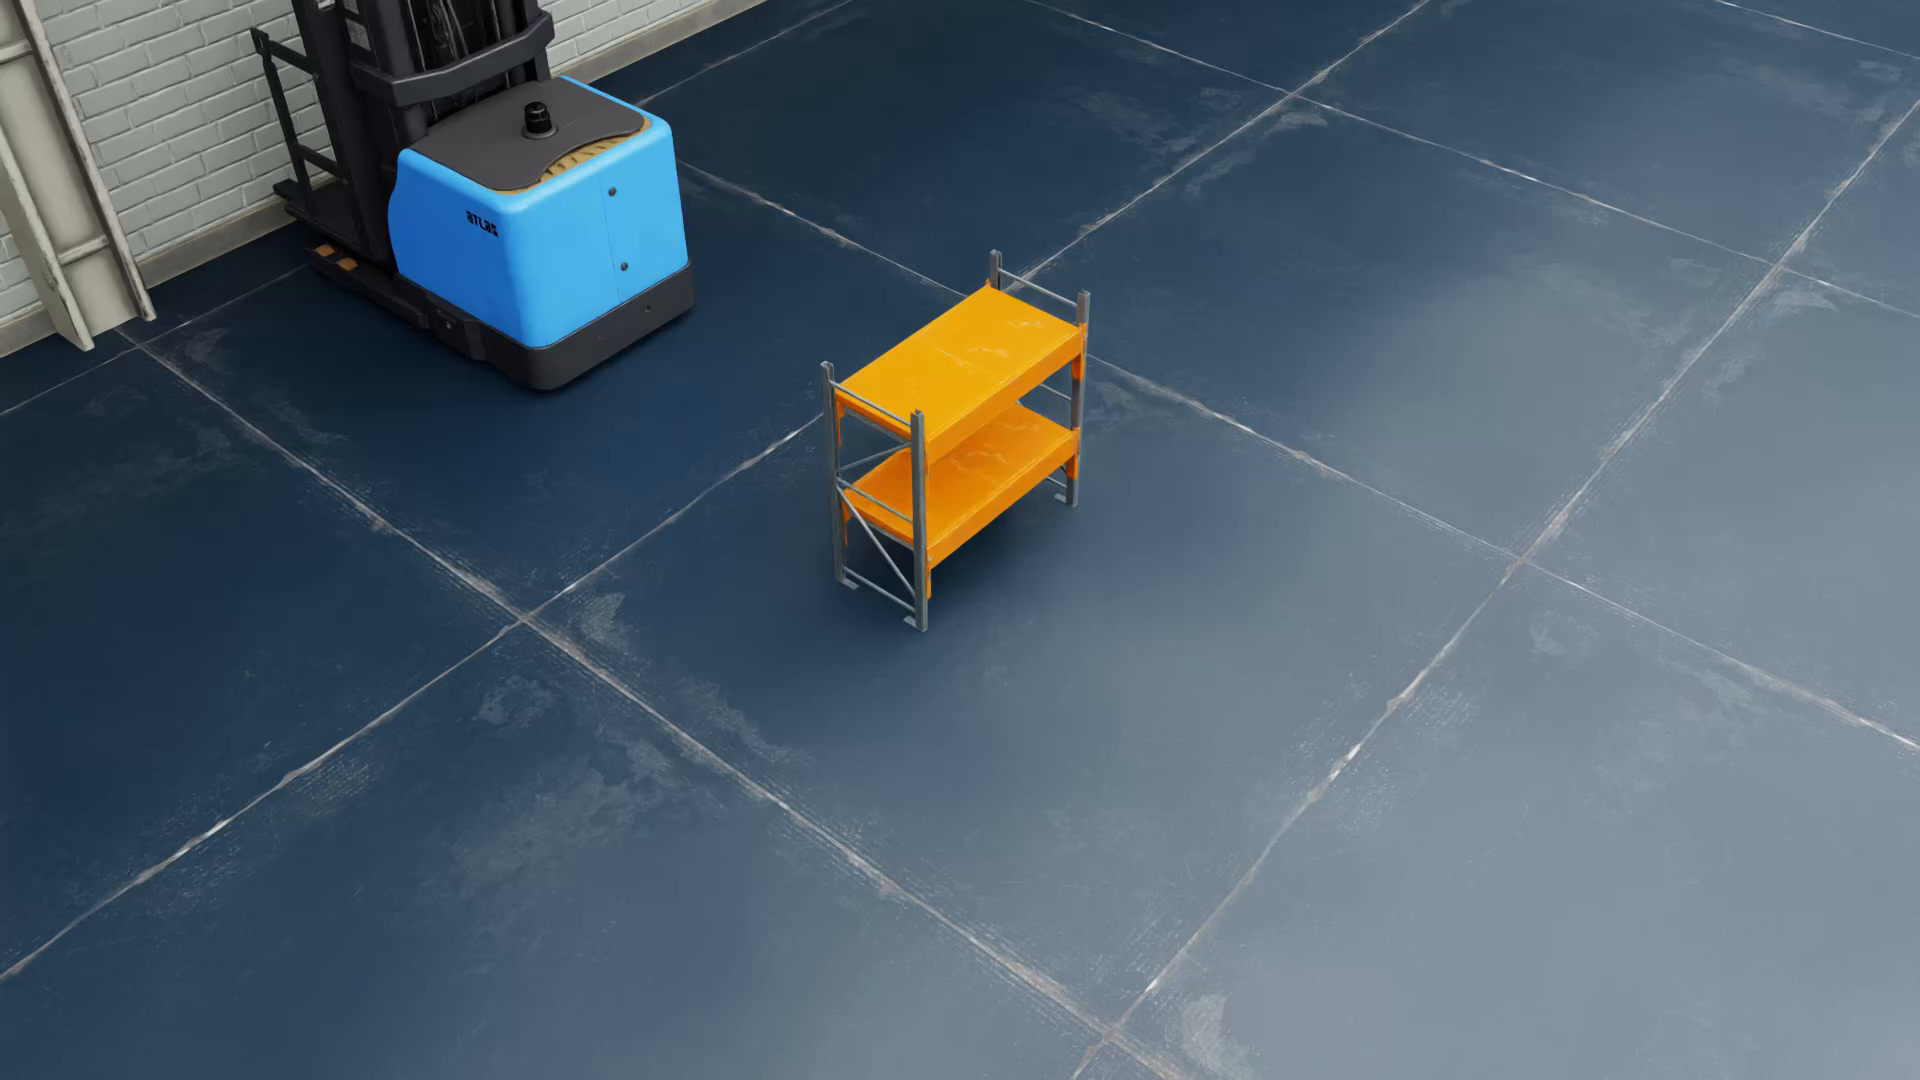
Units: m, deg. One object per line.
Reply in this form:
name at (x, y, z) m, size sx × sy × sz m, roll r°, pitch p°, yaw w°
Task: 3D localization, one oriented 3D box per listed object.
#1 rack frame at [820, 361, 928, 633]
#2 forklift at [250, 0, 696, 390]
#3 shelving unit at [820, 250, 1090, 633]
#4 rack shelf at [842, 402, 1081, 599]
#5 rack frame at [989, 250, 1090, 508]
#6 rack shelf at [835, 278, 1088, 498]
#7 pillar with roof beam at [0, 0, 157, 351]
rack frame at (-0.332, -0.151, 6.580) m, size 0.500 × 1.125 × 0.032 m, roll 29°, pitch 50°, yaw 28°
forklift at (-2.805, -2.635, 7.969) m, size 3.031 × 2.935 × 1.130 m, roll 29°, pitch 50°, yaw 28°
shelving unit at (-0.004, -0.413, 6.868) m, size 0.538 × 1.125 × 1.048 m, roll 29°, pitch 50°, yaw 28°
rack shelf at (-0.004, -0.232, 7.032) m, size 0.538 × 0.278 × 1.000 m, roll 29°, pitch 50°, yaw 28°
rack frame at (0.323, -0.674, 7.156) m, size 0.500 × 1.125 × 0.032 m, roll 29°, pitch 50°, yaw 28°
rack shelf at (-0.004, -0.629, 6.671) m, size 0.538 × 0.278 × 1.000 m, roll 29°, pitch 50°, yaw 28°
pillar with roof beam at (-1.053, -2.570, 3.388) m, size 9.100 × 9.000 × 0.400 m, roll 29°, pitch 50°, yaw 28°
